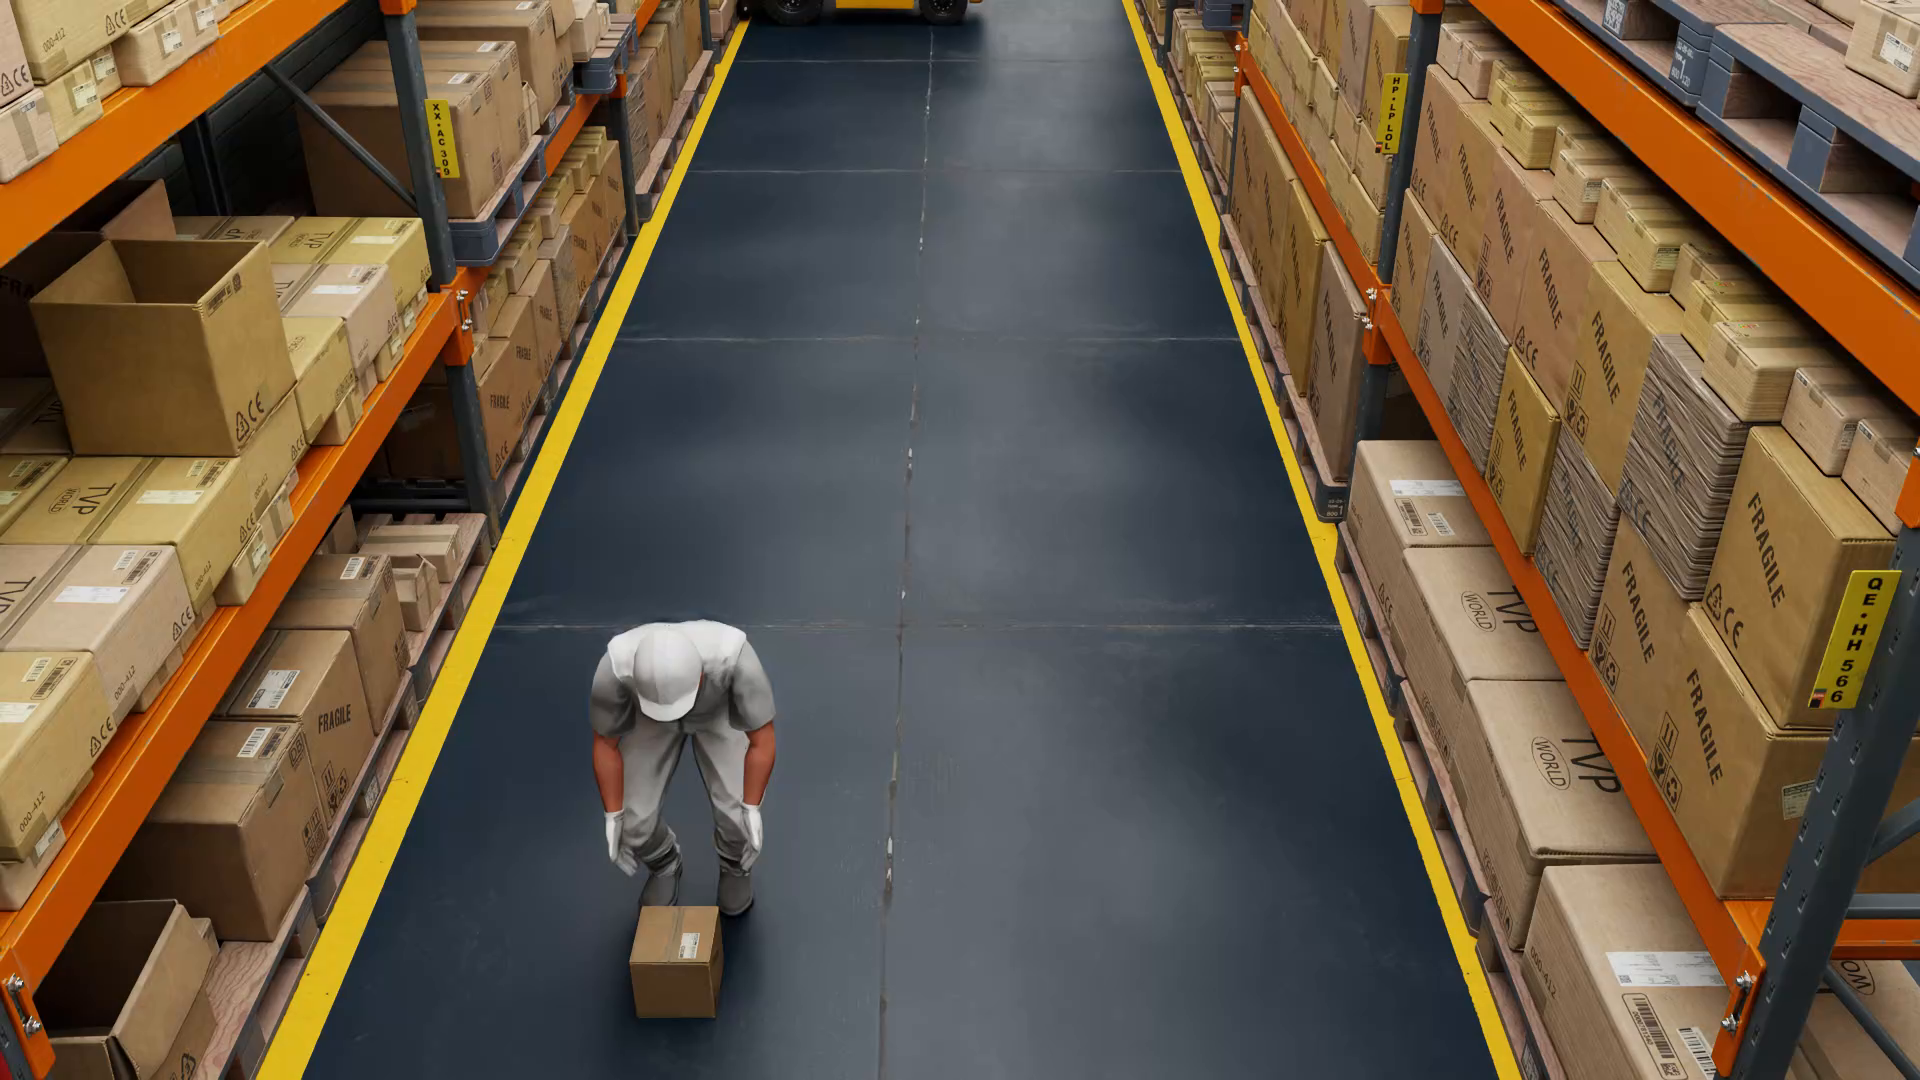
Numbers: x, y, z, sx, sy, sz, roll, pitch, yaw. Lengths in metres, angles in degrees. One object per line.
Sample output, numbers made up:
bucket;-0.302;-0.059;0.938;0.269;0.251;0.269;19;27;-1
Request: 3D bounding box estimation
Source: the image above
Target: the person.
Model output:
person;-0.870;0.699;5.411;0.584;1.321;0.808;0;31;0
